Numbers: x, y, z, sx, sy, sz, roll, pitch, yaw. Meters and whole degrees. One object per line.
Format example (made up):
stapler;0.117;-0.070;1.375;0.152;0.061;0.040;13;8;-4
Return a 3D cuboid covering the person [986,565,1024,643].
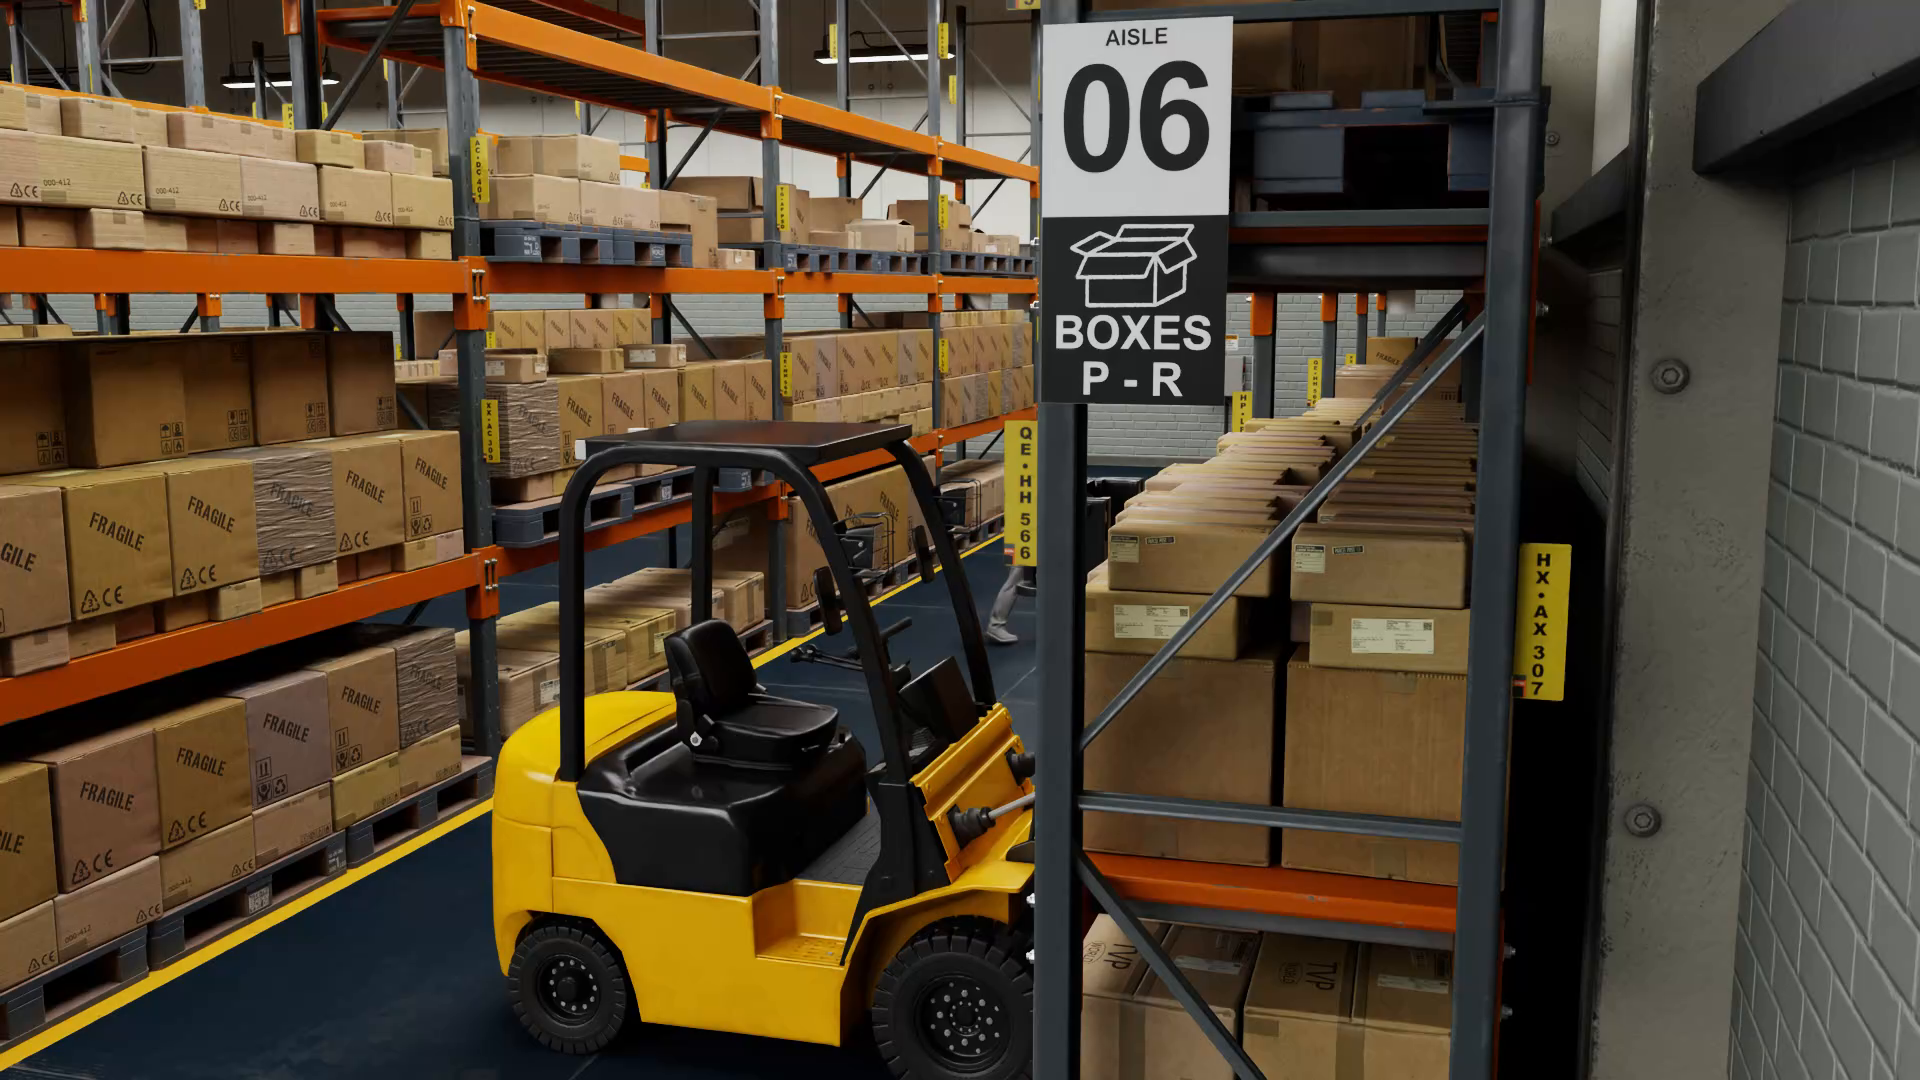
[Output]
person;0.559;-0.054;12.648;0.668;1.653;0.505;3;9;17
